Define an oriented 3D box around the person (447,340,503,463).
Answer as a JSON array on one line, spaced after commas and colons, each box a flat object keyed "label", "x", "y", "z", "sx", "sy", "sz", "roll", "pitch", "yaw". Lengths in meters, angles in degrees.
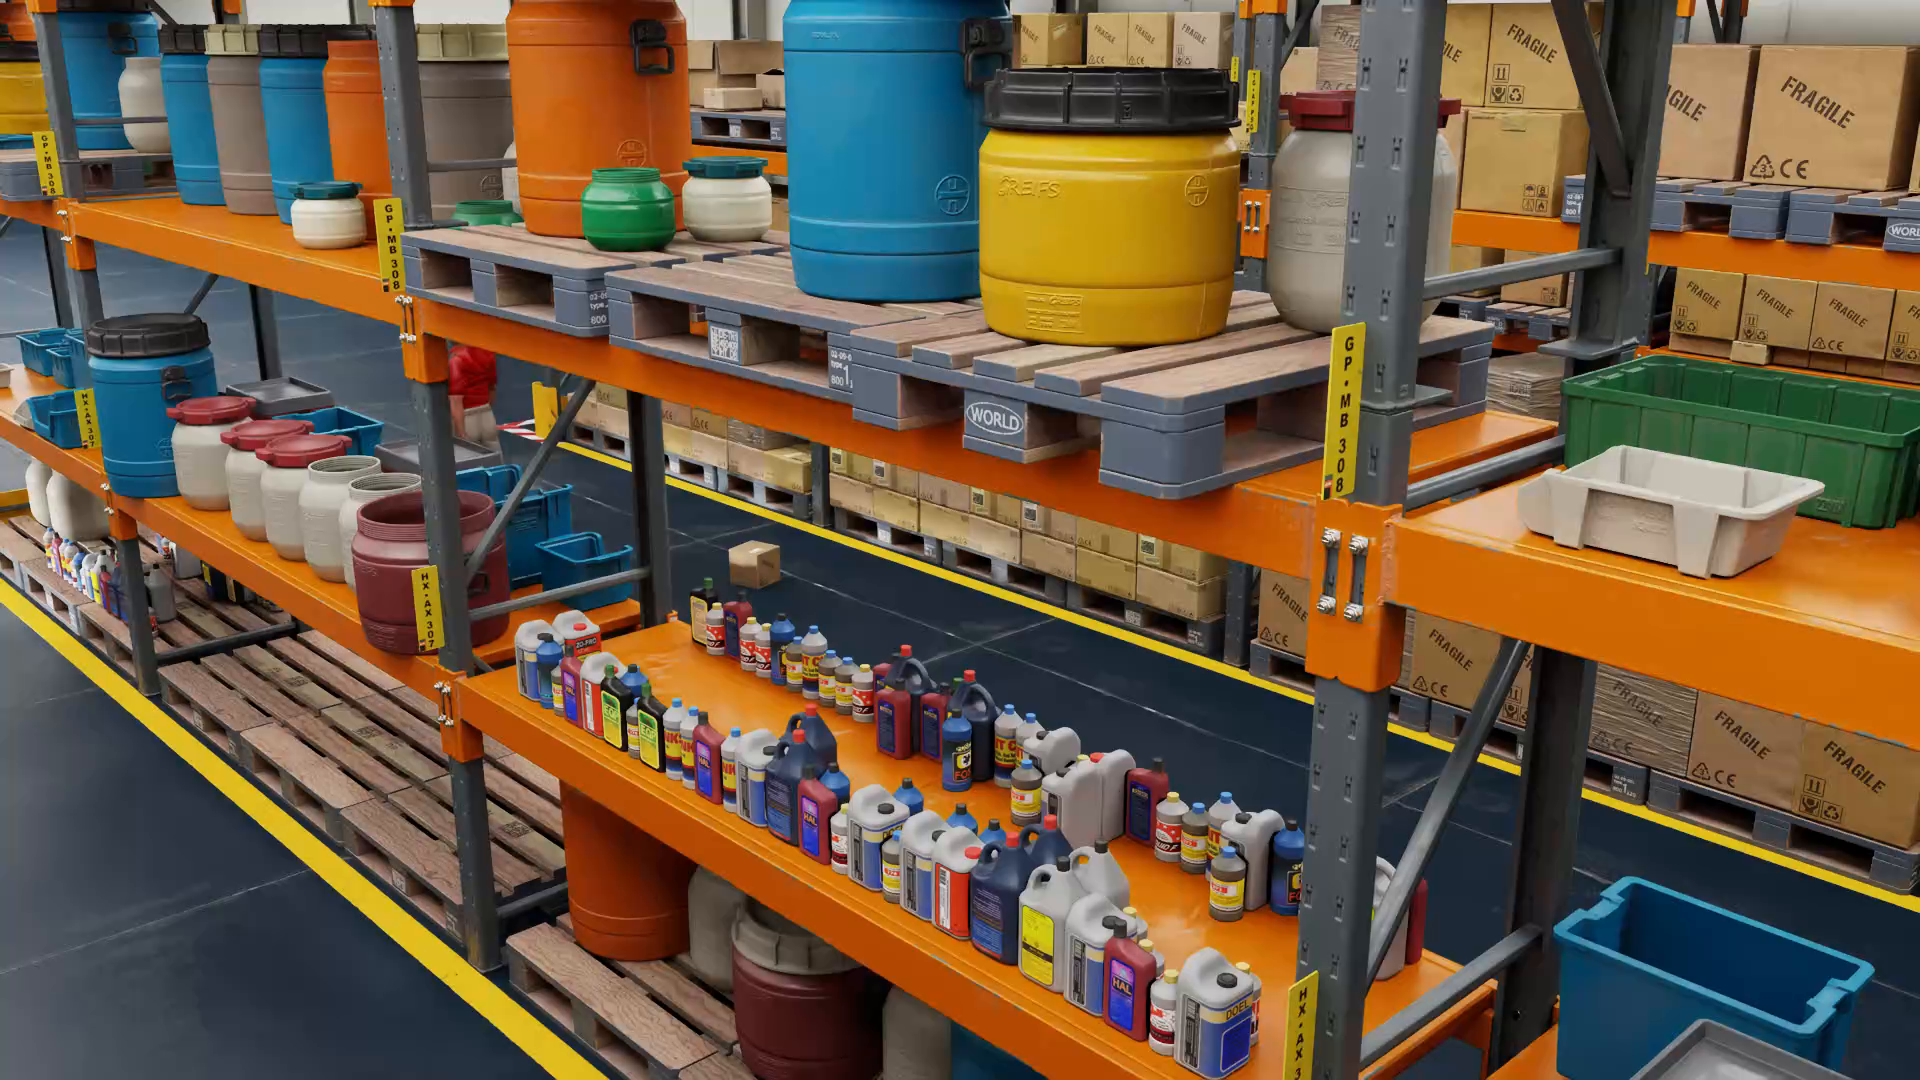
[{"label": "person", "x": -3.606, "y": -0.833, "z": 12.267, "sx": 0.994, "sy": 1.679, "sz": 0.539, "roll": 11, "pitch": 20, "yaw": 31}]
